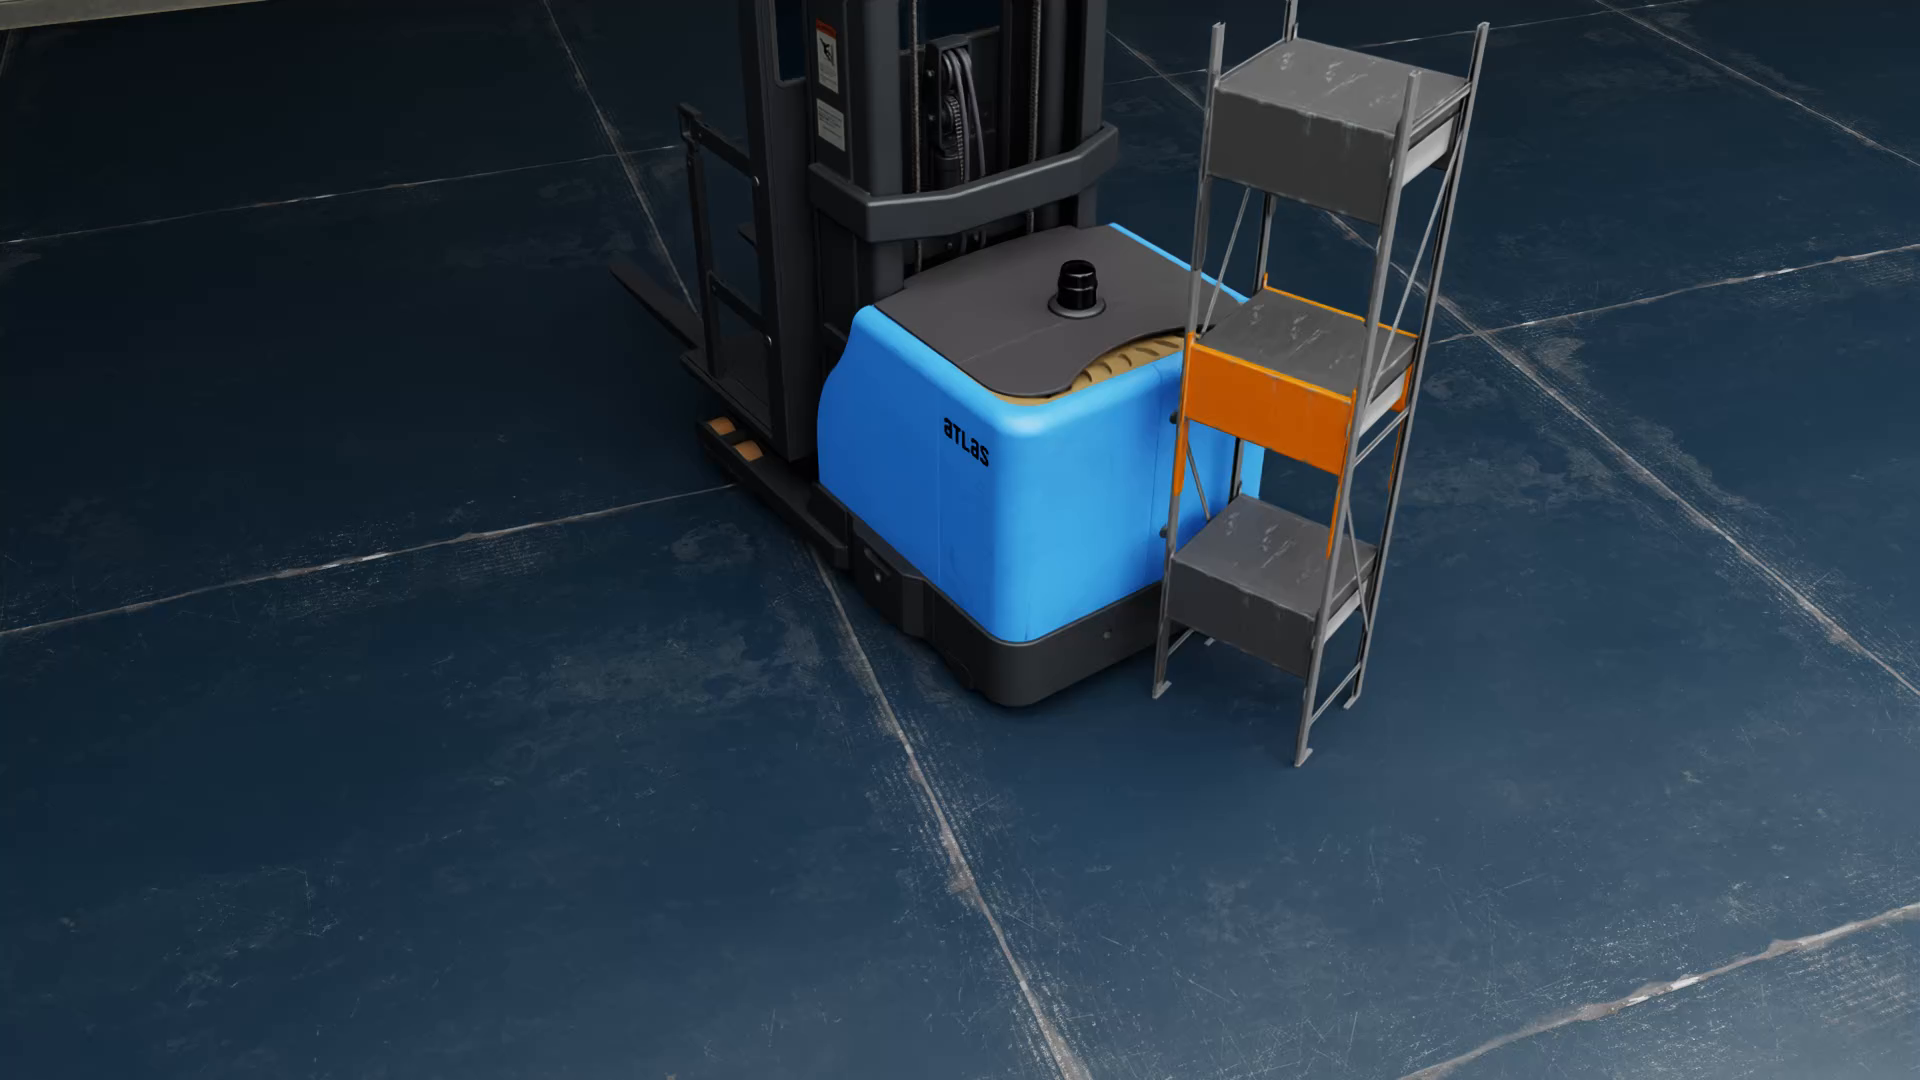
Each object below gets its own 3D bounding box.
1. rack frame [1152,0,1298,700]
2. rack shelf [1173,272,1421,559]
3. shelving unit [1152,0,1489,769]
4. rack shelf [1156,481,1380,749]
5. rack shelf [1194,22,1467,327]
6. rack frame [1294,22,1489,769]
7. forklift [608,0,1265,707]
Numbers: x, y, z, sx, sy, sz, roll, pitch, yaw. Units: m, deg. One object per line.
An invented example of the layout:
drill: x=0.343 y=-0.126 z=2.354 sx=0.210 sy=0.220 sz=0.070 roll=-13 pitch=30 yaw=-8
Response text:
rack frame: x=0.712 y=-0.443 z=4.590 sx=0.015 sy=2.100 sz=0.400 roll=25 pitch=44 yaw=29
rack shelf: x=0.906 y=-0.343 z=4.480 sx=0.480 sy=0.518 sz=0.431 roll=25 pitch=44 yaw=29
shelving unit: x=0.906 y=-0.354 z=4.472 sx=0.503 sy=2.100 sz=0.431 roll=25 pitch=44 yaw=29
rack shelf: x=0.908 y=0.214 z=4.904 sx=0.480 sy=0.518 sz=0.431 roll=25 pitch=44 yaw=29
rack shelf: x=0.903 y=-0.900 z=4.056 sx=0.480 sy=0.518 sz=0.431 roll=25 pitch=44 yaw=29
rack frame: x=1.100 y=-0.265 z=4.354 sx=0.015 sy=2.100 sz=0.400 roll=25 pitch=44 yaw=29
forklift: x=-0.311 y=-1.514 z=5.324 sx=1.130 sy=2.935 sz=3.031 roll=-23 pitch=43 yaw=-28
